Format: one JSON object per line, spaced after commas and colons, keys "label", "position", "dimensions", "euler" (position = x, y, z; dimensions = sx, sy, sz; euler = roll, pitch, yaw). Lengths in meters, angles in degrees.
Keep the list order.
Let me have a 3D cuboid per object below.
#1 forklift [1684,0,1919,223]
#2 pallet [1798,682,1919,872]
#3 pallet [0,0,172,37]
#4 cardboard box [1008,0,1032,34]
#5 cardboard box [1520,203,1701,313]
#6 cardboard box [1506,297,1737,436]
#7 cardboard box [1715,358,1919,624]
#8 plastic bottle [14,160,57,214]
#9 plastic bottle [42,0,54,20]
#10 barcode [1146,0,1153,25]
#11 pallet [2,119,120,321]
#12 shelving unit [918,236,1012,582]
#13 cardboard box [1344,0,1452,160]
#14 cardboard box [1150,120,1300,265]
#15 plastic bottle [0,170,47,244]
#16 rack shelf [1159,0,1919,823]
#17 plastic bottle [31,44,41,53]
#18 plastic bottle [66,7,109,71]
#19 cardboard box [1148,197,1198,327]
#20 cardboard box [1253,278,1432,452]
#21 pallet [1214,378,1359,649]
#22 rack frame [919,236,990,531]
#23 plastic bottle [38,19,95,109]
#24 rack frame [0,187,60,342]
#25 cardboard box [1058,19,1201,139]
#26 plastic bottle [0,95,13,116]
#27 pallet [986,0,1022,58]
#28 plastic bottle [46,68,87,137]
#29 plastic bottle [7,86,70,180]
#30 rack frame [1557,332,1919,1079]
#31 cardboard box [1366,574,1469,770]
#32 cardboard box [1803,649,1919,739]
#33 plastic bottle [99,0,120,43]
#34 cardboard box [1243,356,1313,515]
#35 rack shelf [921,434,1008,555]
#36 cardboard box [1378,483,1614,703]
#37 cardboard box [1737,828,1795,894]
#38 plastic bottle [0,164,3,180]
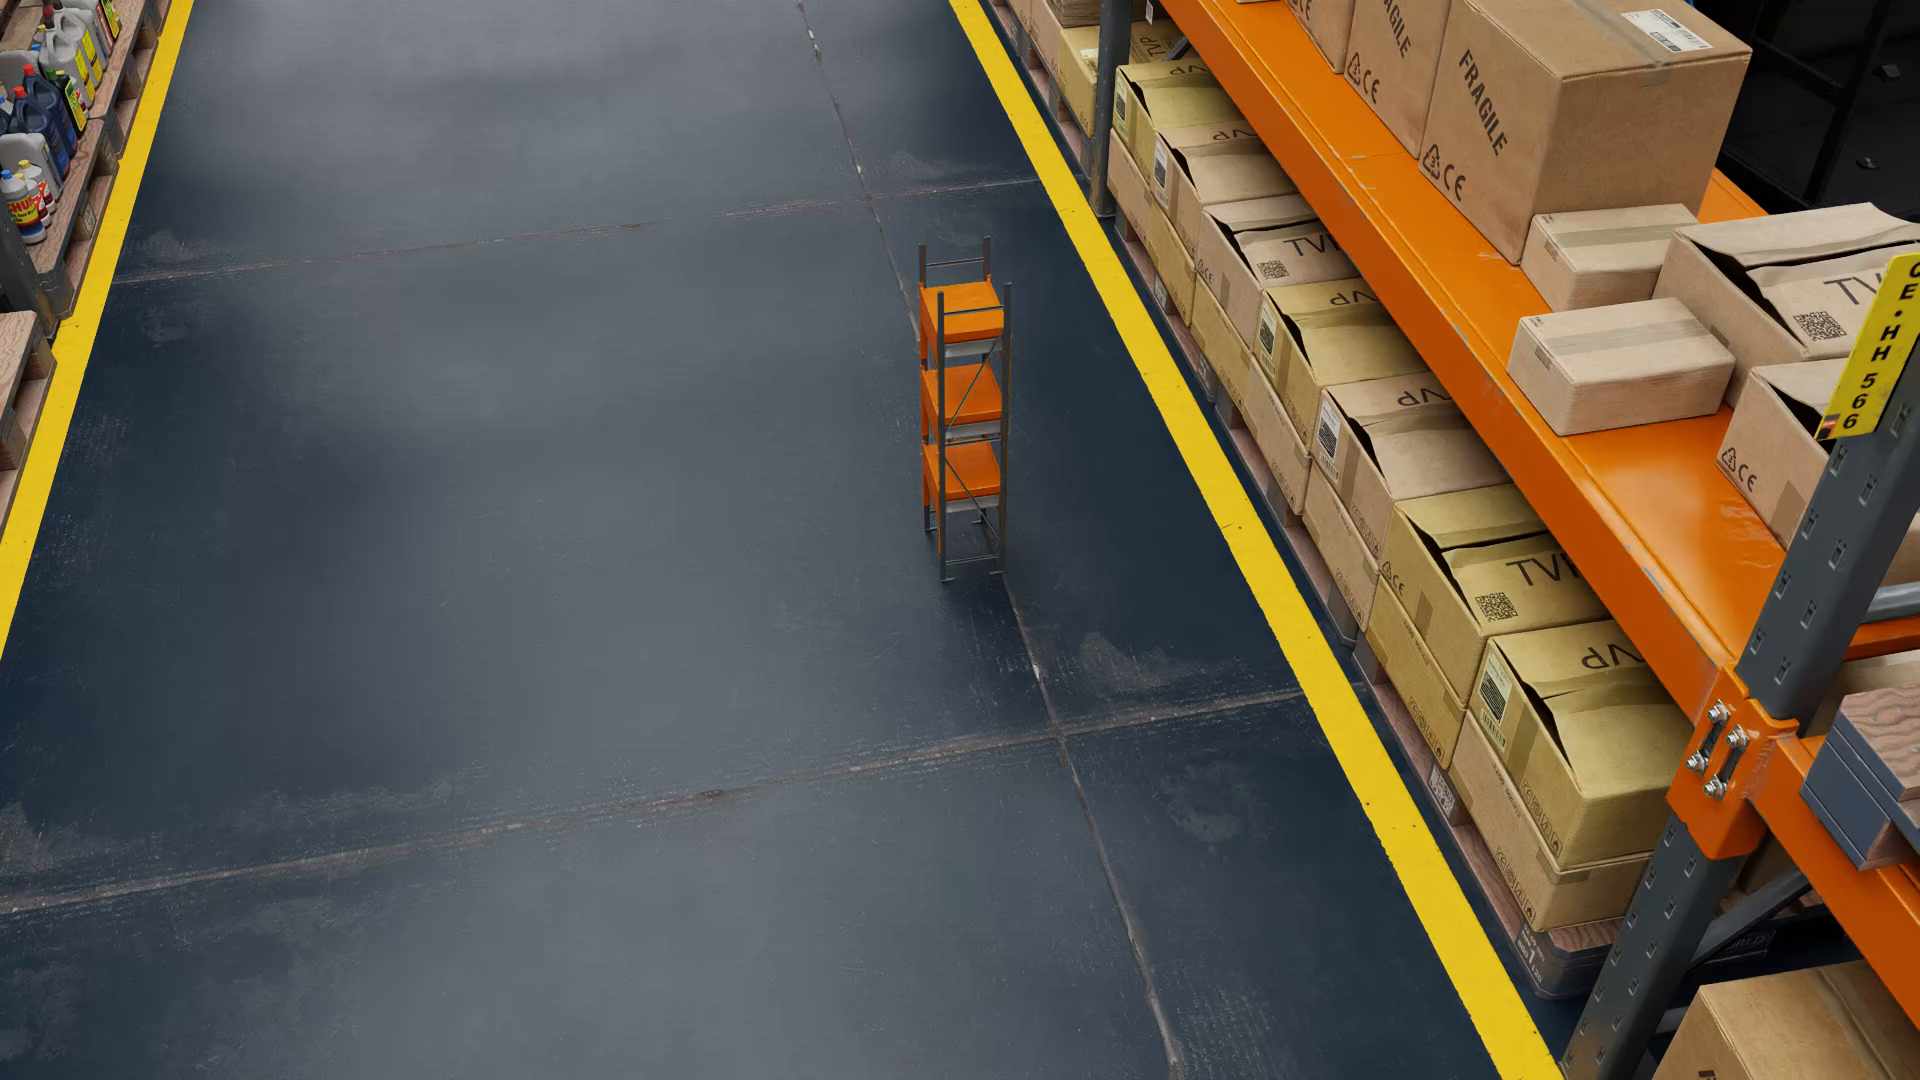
{"label": "forklift", "position": [3.489, -2.362, 5.703], "dimensions": [1.130, 2.935, 3.031], "euler": [-15, 44, -16]}
{"label": "pallet", "position": [2.107, 0.572, 2.491], "dimensions": [1.213, 0.211, 1.003], "euler": [-8, 42, -9]}
{"label": "pallet", "position": [-4.440, -2.795, 8.240], "dimensions": [1.003, 0.211, 1.213], "euler": [-8, 42, -9]}
{"label": "cardboard box", "position": [0.494, -2.568, 7.638], "dimensions": [0.500, 0.250, 0.500], "euler": [-8, 42, -9]}
{"label": "cardboard box", "position": [1.562, -0.654, 3.917], "dimensions": [0.380, 0.149, 0.250], "euler": [-5, 42, -6]}
{"label": "cardboard box", "position": [1.428, -0.379, 3.607], "dimensions": [0.380, 0.149, 0.250], "euler": [-8, 42, -9]}
{"label": "cardboard box", "position": [1.856, -0.138, 3.213], "dimensions": [0.500, 0.311, 0.500], "euler": [-6, 42, -7]}
{"label": "plastic bottle", "position": [-3.494, -1.334, 6.270], "dimensions": [0.097, 0.201, 0.097], "euler": [0, 42, 0]}
{"label": "plastic bottle", "position": [-3.924, -2.246, 7.235], "dimensions": [0.061, 0.283, 0.133], "euler": [-8, 42, -9]}
{"label": "barcode", "position": [0.677, -1.886, 5.944], "dimensions": [0.001, 0.075, 0.075], "euler": [-8, 42, -9]}
{"label": "pallet", "position": [-3.913, -1.213, 6.458], "dimensions": [1.003, 0.211, 1.213], "euler": [-8, 42, -9]}
{"label": "shelving unit", "position": [0.012, -0.358, 4.862], "dimensions": [0.215, 1.050, 0.252], "euler": [-8, 42, -9]}
{"label": "cardboard box", "position": [1.400, -1.393, 4.485], "dimensions": [0.500, 0.500, 0.500], "euler": [-8, 42, -9]}
{"label": "cardboard box", "position": [0.977, -1.232, 5.711], "dimensions": [0.500, 0.311, 0.500], "euler": [-9, 42, -10]}
{"label": "plastic bottle", "position": [-3.450, -1.229, 6.098], "dimensions": [0.097, 0.271, 0.097], "euler": [0, 42, 0]}
{"label": "rack shelf", "position": [1.460, -0.957, 4.610], "dimensions": [1.077, 0.370, 4.000], "euler": [-8, 42, -9]}
{"label": "plastic bottle", "position": [-3.859, -1.989, 7.007], "dimensions": [0.097, 0.201, 0.097], "euler": [0, 42, 0]}
{"label": "plastic bottle", "position": [-3.790, -2.169, 7.154], "dimensions": [0.152, 0.276, 0.135], "euler": [-9, 42, -10]}
{"label": "cardboard box", "position": [0.983, -1.023, 5.897], "dimensions": [0.500, 0.250, 0.500], "euler": [-7, 42, -8]}
{"label": "cardboard box", "position": [1.207, -0.561, 4.955], "dimensions": [0.500, 0.311, 0.500], "euler": [-7, 42, -8]}
{"label": "pallet", "position": [1.492, -0.215, 5.333], "dimensions": [1.003, 0.211, 1.213], "euler": [-8, 42, -9]}
{"label": "rack frame", "position": [-0.015, -0.437, 4.951], "dimensions": [0.200, 1.050, 0.008], "euler": [-8, 42, -9]}
{"label": "plastic bottle", "position": [-3.711, -1.969, 6.873], "dimensions": [0.144, 0.351, 0.185], "euler": [-9, 42, -10]}
{"label": "rack frame", "position": [-3.809, -1.815, 5.035], "dimensions": [1.000, 3.000, 0.127], "euler": [-8, 42, -9]}
{"label": "cardboard box", "position": [0.715, -1.920, 6.909], "dimensions": [0.500, 0.250, 0.500], "euler": [-8, 42, -9]}
{"label": "plastic bottle", "position": [-3.727, -1.619, 6.538], "dimensions": [0.097, 0.271, 0.097], "euler": [0, 42, 0]}
{"label": "pallet", "position": [0.631, -2.793, 8.238], "dimensions": [1.003, 0.211, 1.213], "euler": [-8, 42, -9]}
{"label": "plastic bottle", "position": [-3.614, -1.782, 6.712], "dimensions": [0.061, 0.283, 0.133], "euler": [-7, 42, -7]}
{"label": "plastic bottle", "position": [-3.578, -1.572, 6.425], "dimensions": [0.144, 0.351, 0.185], "euler": [-7, 42, -8]}
{"label": "rack frame", "position": [1.892, 0.070, 2.911], "dimensions": [1.000, 3.000, 0.127], "euler": [-8, 42, -9]}
{"label": "cardboard box", "position": [1.425, 0.302, 4.405], "dimensions": [0.500, 0.250, 0.500], "euler": [-9, 42, -10]}
{"label": "cardboard box", "position": [2.066, 0.350, 3.928], "dimensions": [0.500, 0.311, 0.500], "euler": [-7, 42, -8]}
{"label": "plastic bottle", "position": [-3.805, -2.356, 7.359], "dimensions": [0.061, 0.283, 0.133], "euler": [-7, 42, -8]}
{"label": "cardboard box", "position": [1.206, -0.357, 5.148], "dimensions": [0.500, 0.250, 0.500], "euler": [-8, 42, -8]}
{"label": "rack shelf", "position": [0.012, -0.142, 5.054], "dimensions": [0.215, 0.259, 0.240], "euler": [-8, 42, -9]}
{"label": "cardboard box", "position": [1.420, 0.092, 4.219], "dimensions": [0.500, 0.311, 0.500], "euler": [-9, 42, -10]}
{"label": "cardboard box", "position": [2.066, 0.560, 4.114], "dimensions": [0.500, 0.250, 0.500], "euler": [-8, 42, -9]}
{"label": "plastic bottle", "position": [-3.650, -1.423, 6.308], "dimensions": [0.061, 0.283, 0.133], "euler": [-8, 42, -9]}
